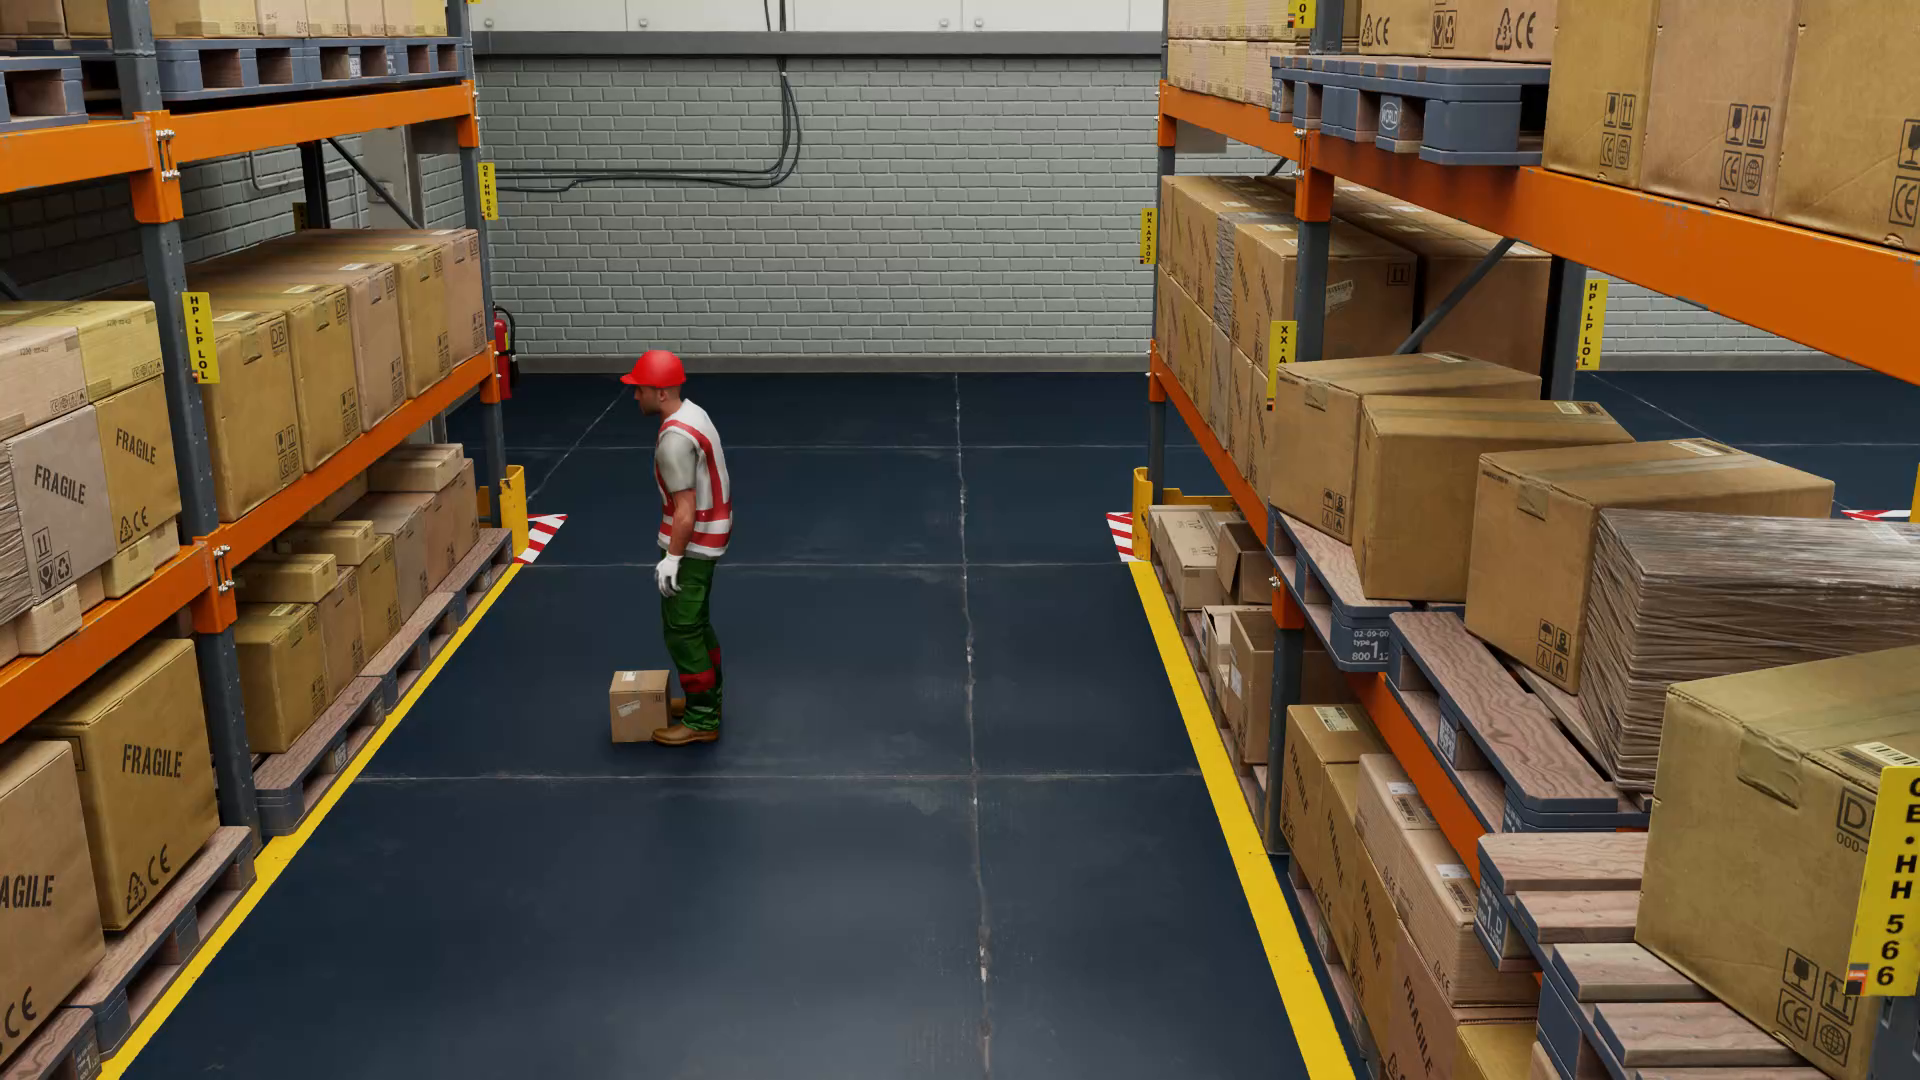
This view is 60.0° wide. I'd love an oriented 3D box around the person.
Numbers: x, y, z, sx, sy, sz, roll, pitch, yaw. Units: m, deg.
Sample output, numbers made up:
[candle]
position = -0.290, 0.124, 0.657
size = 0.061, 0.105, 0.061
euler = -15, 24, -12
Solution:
[person]
position = -1.239, 0.030, 7.417
size = 0.453, 1.779, 0.608
euler = 0, 17, -1
